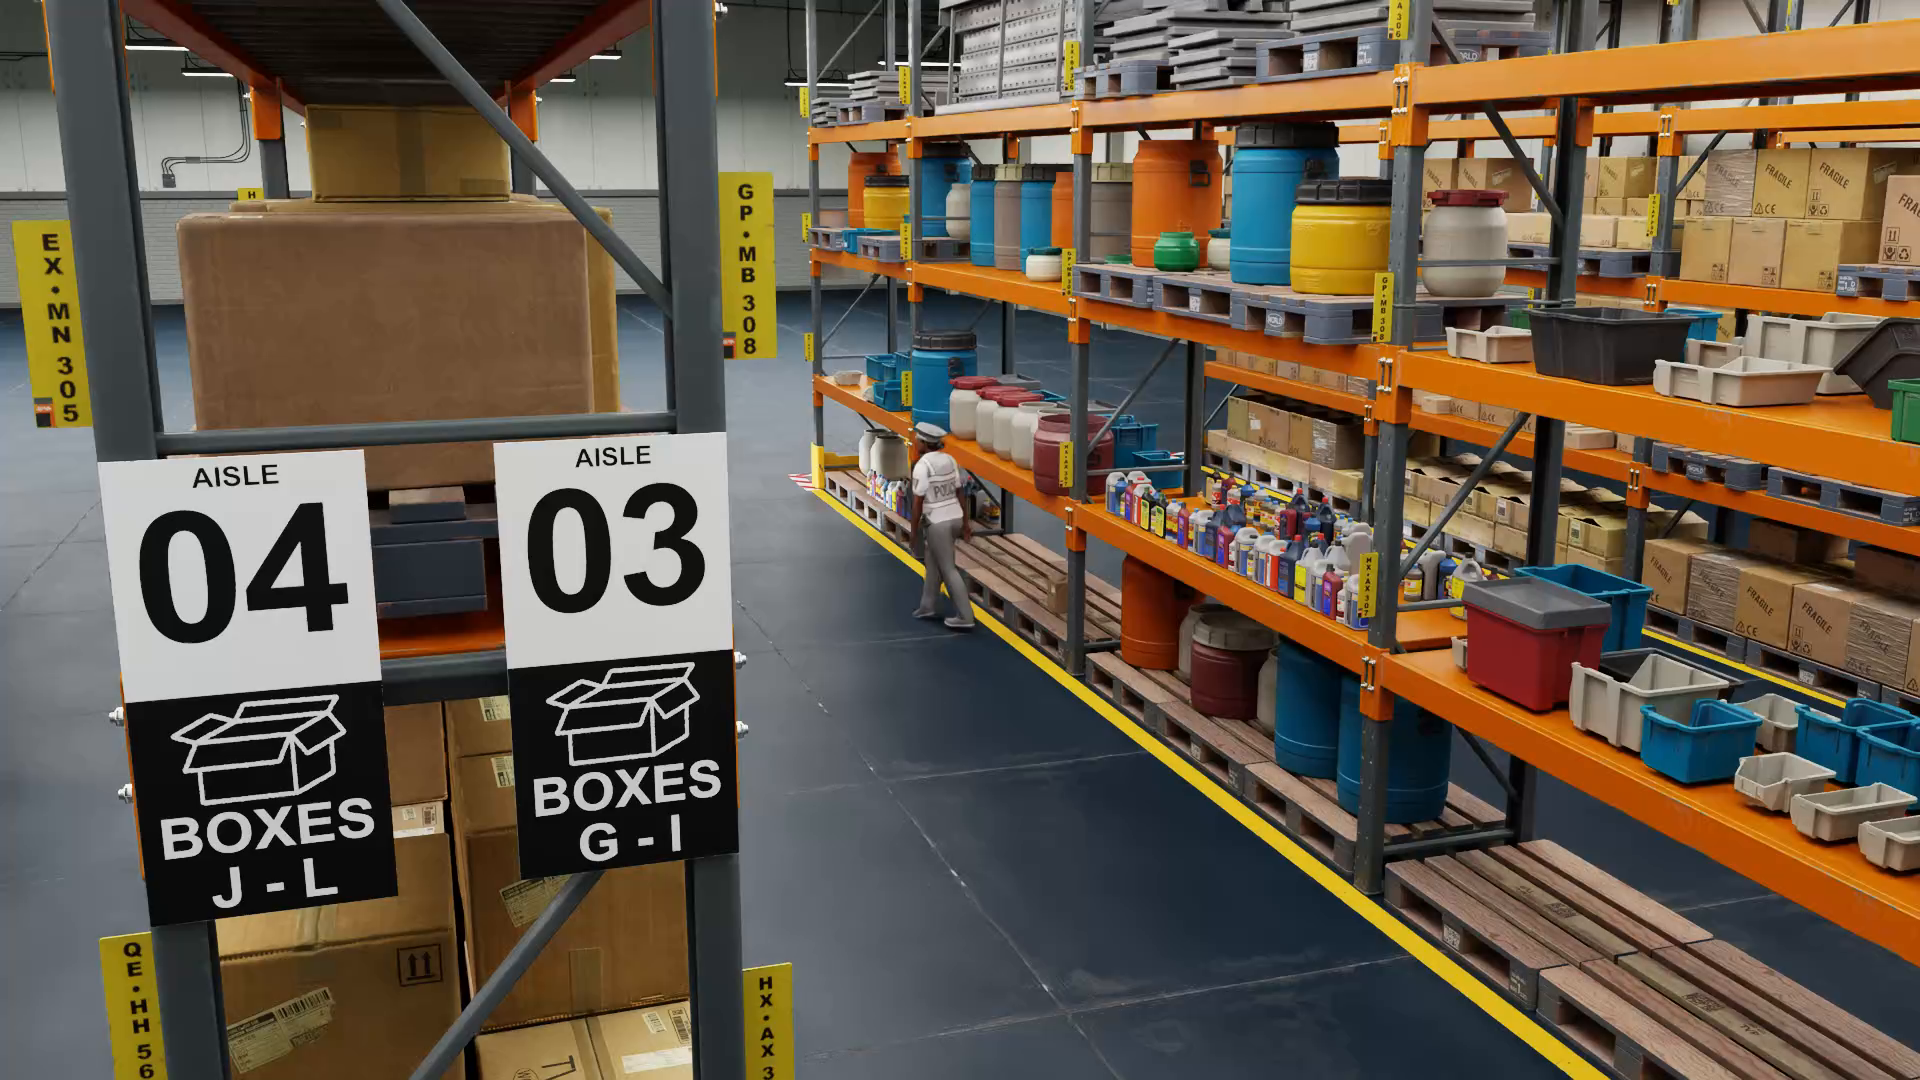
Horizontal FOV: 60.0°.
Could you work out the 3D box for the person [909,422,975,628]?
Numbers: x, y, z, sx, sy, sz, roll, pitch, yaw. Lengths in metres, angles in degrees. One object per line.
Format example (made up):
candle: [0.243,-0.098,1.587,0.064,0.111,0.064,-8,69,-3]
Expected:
person: [-0.188,-0.106,13.447,0.754,1.687,0.476,9,15,35]
